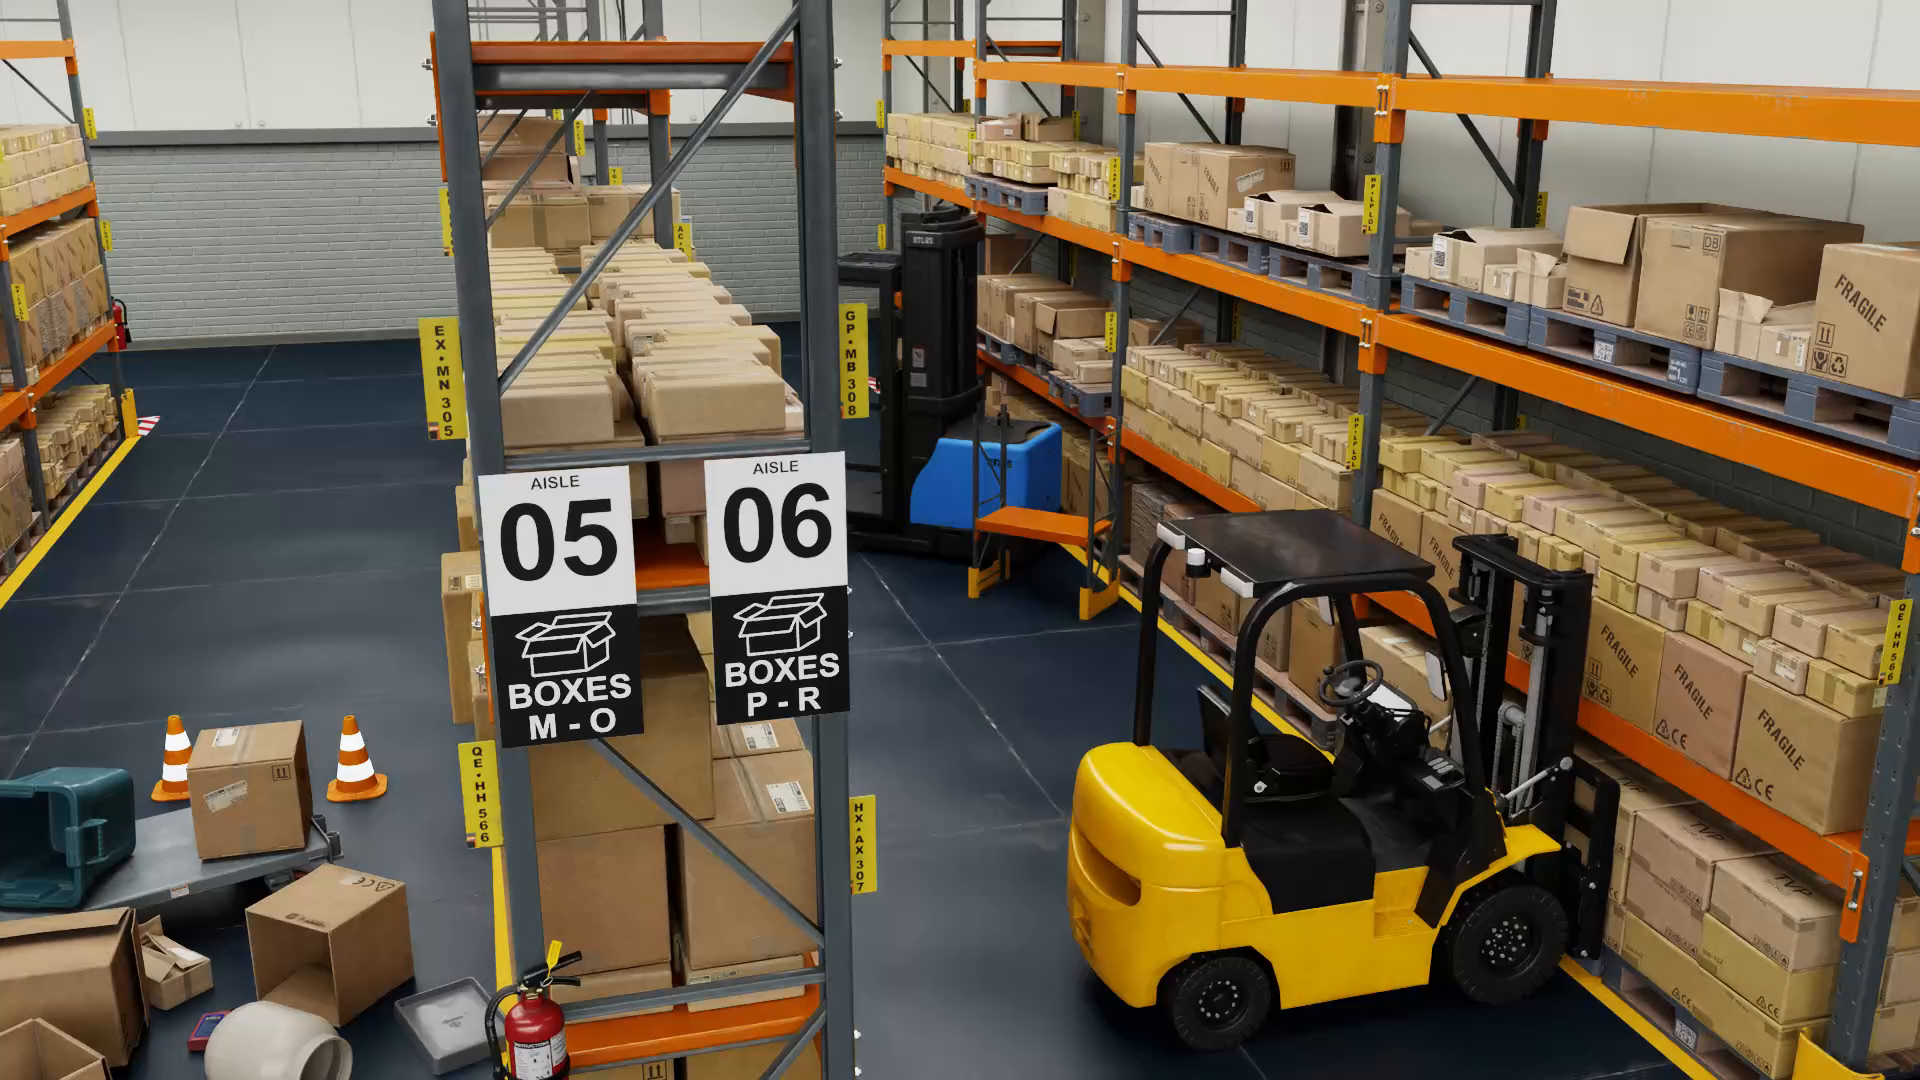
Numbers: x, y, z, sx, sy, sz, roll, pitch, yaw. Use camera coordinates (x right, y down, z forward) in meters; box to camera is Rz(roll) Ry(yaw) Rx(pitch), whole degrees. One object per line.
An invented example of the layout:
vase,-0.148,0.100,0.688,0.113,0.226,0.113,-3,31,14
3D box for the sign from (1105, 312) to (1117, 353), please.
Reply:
sign,1.225,-1.682,13.461,0.100,0.325,0.005,-5,17,-15

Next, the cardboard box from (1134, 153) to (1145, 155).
cardboard box,1.619,-3.314,14.606,0.380,0.149,0.250,-5,17,-15

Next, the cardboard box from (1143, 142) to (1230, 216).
cardboard box,1.709,-2.724,12.516,0.500,0.500,0.500,-5,17,-15

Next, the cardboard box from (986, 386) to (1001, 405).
cardboard box,0.487,-1.511,17.257,0.380,0.149,0.250,-4,17,-13

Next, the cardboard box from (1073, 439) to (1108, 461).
cardboard box,1.230,-0.791,14.859,0.380,0.149,0.250,-5,18,-17

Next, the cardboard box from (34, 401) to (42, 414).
cardboard box,-9.855,-1.351,17.426,0.380,0.149,0.250,-6,18,-18

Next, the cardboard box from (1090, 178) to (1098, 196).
cardboard box,1.315,-2.993,14.056,0.380,0.149,0.250,-4,17,-14

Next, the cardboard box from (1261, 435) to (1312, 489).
cardboard box,2.314,-0.529,10.891,0.500,0.250,0.500,-5,17,-17

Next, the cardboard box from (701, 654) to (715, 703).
cardboard box,-0.979,0.769,6.488,0.500,0.500,0.500,-5,17,-16

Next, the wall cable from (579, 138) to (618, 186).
wall cable,-5.438,-5.190,25.249,0.588,1.984,0.122,-5,17,-15

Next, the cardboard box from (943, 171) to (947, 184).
cardboard box,0.024,-3.997,18.266,0.380,0.149,0.250,-4,17,-13

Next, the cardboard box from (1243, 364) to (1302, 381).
cardboard box,2.351,-1.214,12.479,0.380,0.149,0.250,-5,17,-16

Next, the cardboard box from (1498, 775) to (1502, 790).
cardboard box,3.085,1.349,8.426,0.500,0.250,0.500,-5,17,-15

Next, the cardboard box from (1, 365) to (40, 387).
cardboard box,-8.622,-1.488,15.128,0.380,0.149,0.250,-4,17,-13

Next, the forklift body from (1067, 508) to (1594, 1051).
forklift body,1.667,1.029,7.789,2.313,2.155,1.214,-5,17,-15

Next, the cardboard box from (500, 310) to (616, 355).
cardboard box,-1.455,-0.733,6.015,0.380,0.149,0.250,-5,17,-17

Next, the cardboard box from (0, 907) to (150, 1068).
cardboard box,-4.011,1.983,7.241,0.797,0.637,0.503,-5,17,-15

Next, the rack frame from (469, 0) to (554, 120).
rack frame,-5.226,-5.903,18.962,1.000,3.000,0.127,-5,17,-15

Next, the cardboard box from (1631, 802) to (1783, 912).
cardboard box,3.370,1.396,7.403,0.500,0.250,0.500,-4,17,-14

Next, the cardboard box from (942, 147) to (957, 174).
cardboard box,0.118,-4.081,17.853,0.500,0.250,0.500,-5,18,-17

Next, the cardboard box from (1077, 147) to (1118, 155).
cardboard box,1.288,-3.527,15.280,0.380,0.149,0.250,-4,17,-14

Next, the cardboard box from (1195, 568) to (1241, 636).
cardboard box,2.275,0.266,12.251,0.875,0.625,0.625,-5,18,-18

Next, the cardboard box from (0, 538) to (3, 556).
cardboard box,-8.136,-0.039,13.483,0.500,0.500,0.500,-5,17,-16

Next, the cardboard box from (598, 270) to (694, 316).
cardboard box,-1.330,-1.051,7.075,0.380,0.149,0.250,-5,17,-16

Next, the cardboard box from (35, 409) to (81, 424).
cardboard box,-9.258,-1.241,17.061,0.380,0.149,0.250,-5,18,-17

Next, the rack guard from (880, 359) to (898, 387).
rack guard,-0.434,-2.205,21.424,1.175,0.500,0.348,-5,17,-15

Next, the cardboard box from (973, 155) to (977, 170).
cardboard box,0.344,-3.768,16.601,0.380,0.149,0.250,-4,17,-14

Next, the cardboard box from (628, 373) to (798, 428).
cardboard box,-0.840,-0.412,5.638,0.500,0.250,0.500,-5,17,-16

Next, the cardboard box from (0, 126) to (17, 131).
cardboard box,-10.035,-4.226,17.292,0.380,0.149,0.250,-4,17,-13

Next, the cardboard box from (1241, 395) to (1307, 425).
cardboard box,2.156,-0.891,11.402,0.380,0.149,0.250,-5,17,-15

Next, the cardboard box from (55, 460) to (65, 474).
cardboard box,-8.959,-0.671,16.196,0.380,0.149,0.250,-5,17,-16

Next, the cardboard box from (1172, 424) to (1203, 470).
cardboard box,1.913,-0.715,12.379,0.500,0.250,0.500,-5,18,-17

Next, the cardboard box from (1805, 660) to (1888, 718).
cardboard box,3.578,0.570,6.539,0.380,0.149,0.250,-4,17,-14

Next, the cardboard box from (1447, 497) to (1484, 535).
cardboard box,2.845,-0.138,8.897,0.380,0.149,0.250,-4,17,-14

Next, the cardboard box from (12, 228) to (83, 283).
cardboard box,-9.302,-2.890,16.929,0.500,0.500,0.500,-4,17,-12

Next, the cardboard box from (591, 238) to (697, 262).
cardboard box,-1.703,-1.470,8.948,0.500,0.250,0.500,-5,17,-17

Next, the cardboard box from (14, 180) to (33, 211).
cardboard box,-8.879,-3.156,15.290,0.500,0.250,0.500,-5,17,-16

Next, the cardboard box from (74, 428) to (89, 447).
cardboard box,-9.084,-1.033,16.886,0.380,0.149,0.250,-5,17,-15

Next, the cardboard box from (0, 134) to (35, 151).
cardboard box,-9.021,-3.766,15.761,0.380,0.149,0.250,-4,17,-12

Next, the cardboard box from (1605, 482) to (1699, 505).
cardboard box,3.542,-0.184,8.532,0.380,0.149,0.250,-5,17,-16

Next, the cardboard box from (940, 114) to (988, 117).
cardboard box,0.078,-4.925,19.795,0.500,0.250,0.500,-5,17,-17

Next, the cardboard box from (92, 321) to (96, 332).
cardboard box,-9.481,-2.282,17.773,0.380,0.149,0.250,-5,17,-16

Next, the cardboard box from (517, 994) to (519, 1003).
cardboard box,-1.447,1.807,6.467,0.500,0.500,0.500,-4,17,-13

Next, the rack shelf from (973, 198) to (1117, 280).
rack shelf,1.194,-2.856,15.281,1.077,0.370,4.000,-5,17,-15

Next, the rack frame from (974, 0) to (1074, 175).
rack frame,0.645,-5.190,16.588,1.000,3.000,0.127,-5,17,-15

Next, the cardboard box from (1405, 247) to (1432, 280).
cardboard box,2.675,-1.521,9.121,0.380,0.149,0.250,-4,17,-14

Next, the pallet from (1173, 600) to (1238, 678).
pallet,2.264,0.693,12.279,1.003,0.211,1.213,-5,17,-15

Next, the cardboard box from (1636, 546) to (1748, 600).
cardboard box,3.271,0.145,7.437,0.380,0.149,0.250,-4,17,-14

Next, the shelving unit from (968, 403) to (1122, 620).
shelving unit,0.671,-0.249,13.173,1.083,1.500,0.587,9,19,29

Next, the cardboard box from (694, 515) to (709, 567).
cardboard box,-0.608,-0.038,5.087,0.380,0.149,0.250,-5,17,-15

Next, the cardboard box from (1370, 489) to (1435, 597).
cardboard box,2.714,-0.009,9.593,0.500,0.500,0.500,-5,17,-17

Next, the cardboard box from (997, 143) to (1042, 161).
cardboard box,0.572,-3.697,15.846,0.380,0.149,0.250,-5,17,-16

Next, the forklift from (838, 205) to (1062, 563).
forklift,-0.655,-1.443,14.663,3.031,2.935,1.130,7,18,21

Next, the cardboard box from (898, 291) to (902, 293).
cardboard box,-0.628,-3.190,20.796,0.380,0.149,0.250,-5,17,-16

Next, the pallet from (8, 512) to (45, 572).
pallet,-8.643,0.047,14.430,1.003,0.211,1.213,-5,17,-15

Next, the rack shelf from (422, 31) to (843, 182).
rack shelf,-1.379,-1.684,6.174,1.077,0.370,4.000,-5,17,-15

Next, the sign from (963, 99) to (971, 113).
sign,0.084,-5.322,20.703,0.100,0.325,0.005,-5,17,-15
